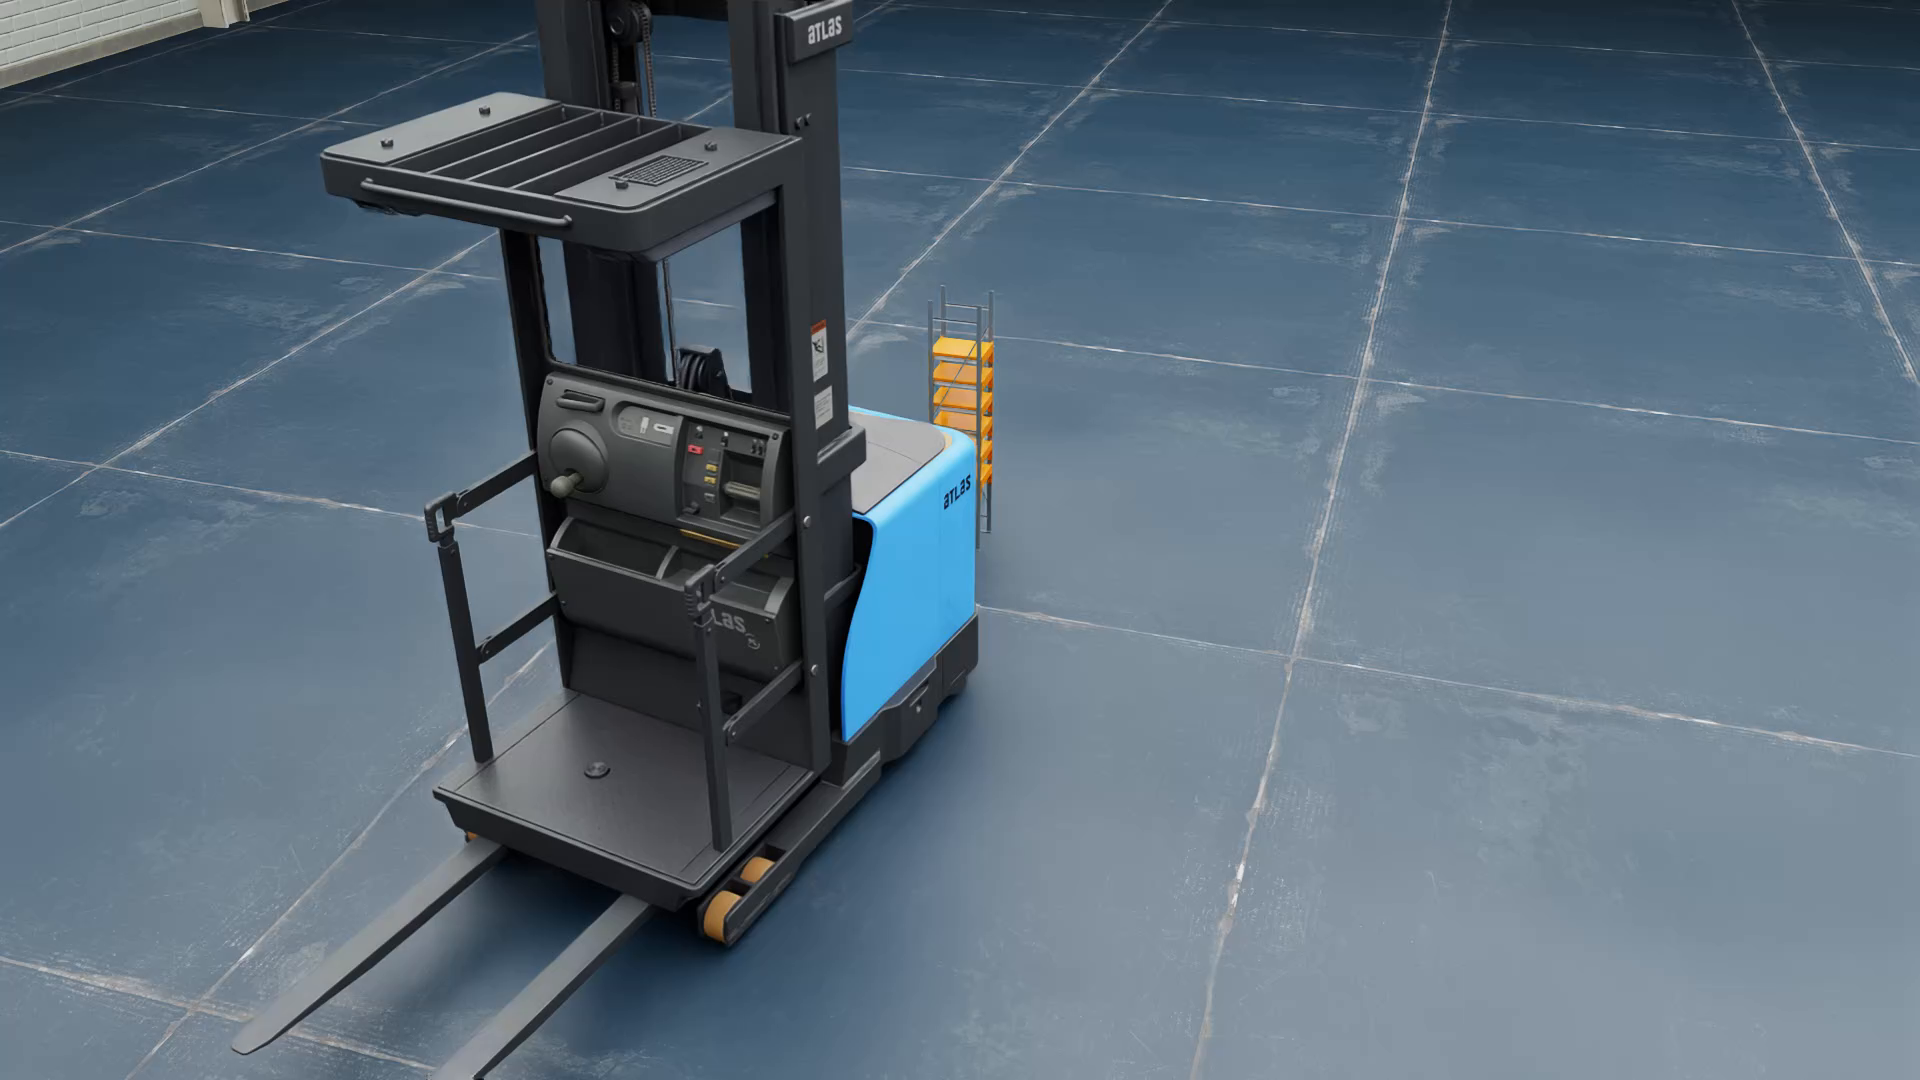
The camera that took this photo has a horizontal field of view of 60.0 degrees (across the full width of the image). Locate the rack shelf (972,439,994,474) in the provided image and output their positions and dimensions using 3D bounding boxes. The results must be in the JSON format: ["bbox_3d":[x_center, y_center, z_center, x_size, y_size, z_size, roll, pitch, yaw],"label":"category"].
[{"bbox_3d":[0.004,-0.387,7.550,0.258,0.103,0.180,8,30,15],"label":"rack shelf"}]

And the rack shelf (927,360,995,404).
[{"bbox_3d":[0.004,-0.702,7.375,0.258,0.103,0.180,8,30,15],"label":"rack shelf"}]

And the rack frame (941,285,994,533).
[{"bbox_3d":[0.031,-0.574,7.547,0.240,1.200,0.006,8,30,15],"label":"rack frame"}]

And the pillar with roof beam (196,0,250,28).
[{"bbox_3d":[-3.636,-8.775,14.267,9.100,9.000,0.400,8,30,15],"label":"pillar with roof beam"}]

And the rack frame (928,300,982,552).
[{"bbox_3d":[-0.023,-0.489,7.394,0.240,1.200,0.006,8,30,15],"label":"rack frame"}]

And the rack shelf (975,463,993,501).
[{"bbox_3d":[0.004,-0.282,7.609,0.258,0.103,0.180,8,30,15],"label":"rack shelf"}]

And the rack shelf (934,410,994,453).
[{"bbox_3d":[0.004,-0.492,7.492,0.258,0.103,0.180,8,30,15],"label":"rack shelf"}]

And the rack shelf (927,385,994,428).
[{"bbox_3d":[0.004,-0.597,7.434,0.258,0.103,0.180,8,30,15],"label":"rack shelf"}]

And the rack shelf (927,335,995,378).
[{"bbox_3d":[0.004,-0.807,7.317,0.258,0.103,0.180,8,30,15],"label":"rack shelf"}]

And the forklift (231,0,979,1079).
[{"bbox_3d":[-1.063,-0.223,5.135,1.130,2.935,3.031,14,32,24],"label":"forklift"}]

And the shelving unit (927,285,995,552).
[{"bbox_3d":[0.004,-0.531,7.470,0.258,1.200,0.189,8,30,15],"label":"shelving unit"}]
